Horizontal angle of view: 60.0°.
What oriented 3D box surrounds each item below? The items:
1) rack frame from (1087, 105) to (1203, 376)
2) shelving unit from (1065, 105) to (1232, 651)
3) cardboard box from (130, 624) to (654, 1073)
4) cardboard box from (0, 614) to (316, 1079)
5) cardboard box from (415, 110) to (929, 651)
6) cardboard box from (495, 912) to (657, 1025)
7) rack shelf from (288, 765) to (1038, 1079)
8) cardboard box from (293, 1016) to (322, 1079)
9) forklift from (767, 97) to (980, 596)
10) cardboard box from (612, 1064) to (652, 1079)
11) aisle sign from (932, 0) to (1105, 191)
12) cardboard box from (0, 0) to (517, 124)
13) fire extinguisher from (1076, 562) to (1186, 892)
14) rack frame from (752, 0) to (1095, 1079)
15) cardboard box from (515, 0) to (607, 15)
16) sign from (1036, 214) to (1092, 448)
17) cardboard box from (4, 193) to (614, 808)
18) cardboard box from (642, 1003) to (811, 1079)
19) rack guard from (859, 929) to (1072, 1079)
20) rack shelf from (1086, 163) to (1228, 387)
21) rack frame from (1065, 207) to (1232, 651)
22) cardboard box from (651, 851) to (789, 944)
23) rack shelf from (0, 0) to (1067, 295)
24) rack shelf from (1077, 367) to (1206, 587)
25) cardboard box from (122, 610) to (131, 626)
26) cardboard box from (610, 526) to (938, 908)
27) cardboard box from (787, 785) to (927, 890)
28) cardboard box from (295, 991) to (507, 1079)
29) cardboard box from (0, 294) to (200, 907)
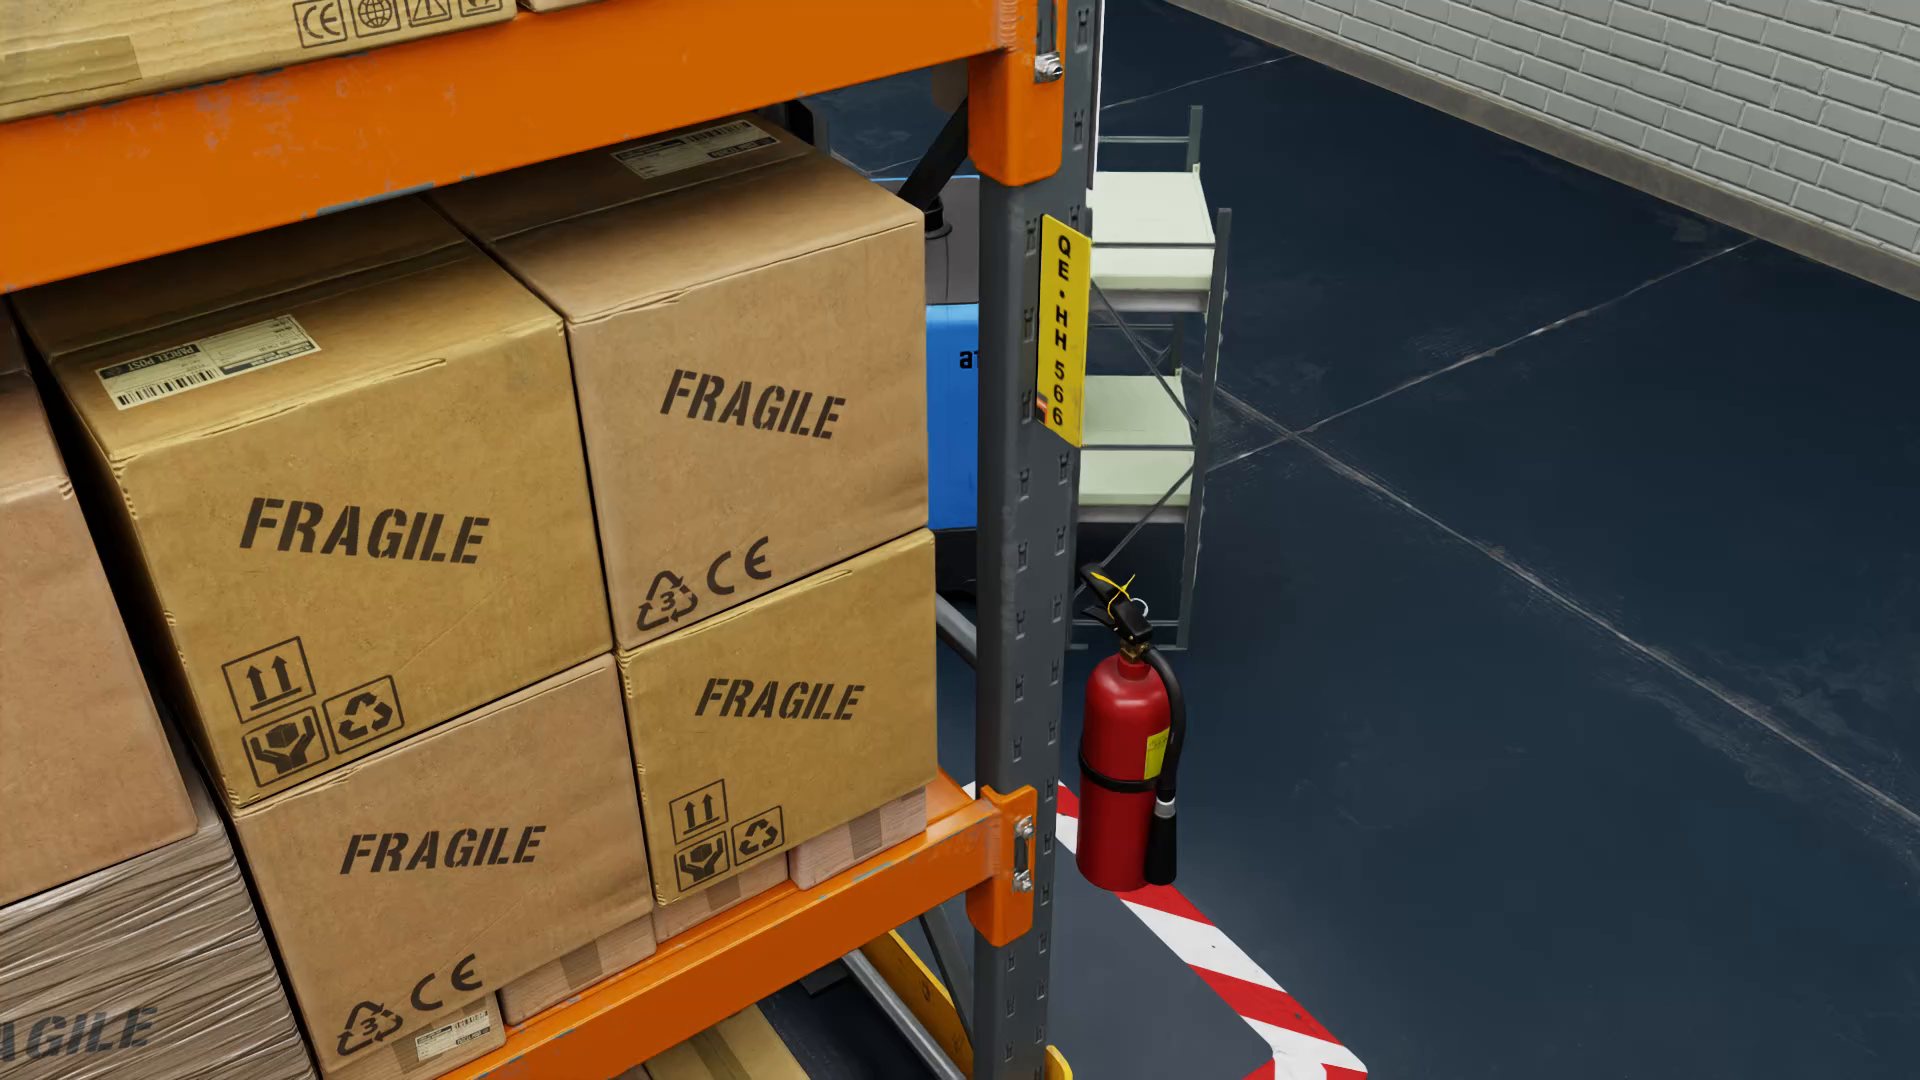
[{"bbox_3d":[0.529,-0.693,5.429,0.400,1.500,0.023,0,36,1],"label":"rack frame"},{"bbox_3d":[0.523,-0.479,5.132,0.431,1.500,0.755,0,36,1],"label":"shelving unit"},{"bbox_3d":[-0.804,0.324,2.391,0.500,0.500,0.500,-23,42,-29],"label":"cardboard box"},{"bbox_3d":[-1.212,0.499,2.147,0.500,0.500,0.500,-22,41,-28],"label":"cardboard box"},{"bbox_3d":[-0.391,-0.254,2.338,0.500,0.500,0.500,-23,42,-29],"label":"cardboard box"},{"bbox_3d":[-0.685,0.544,2.640,0.250,0.149,0.380,-23,42,-28],"label":"cardboard box"},{"bbox_3d":[-1.795,1.005,2.400,4.000,0.370,1.077,-22,41,-28],"label":"rack shelf"},{"bbox_3d":[-1.113,0.716,2.401,0.250,0.149,0.380,-24,42,-30],"label":"cardboard box"},{"bbox_3d":[-1.221,-1.210,4.922,3.031,2.935,1.130,-3,36,-4],"label":"forklift"},{"bbox_3d":[-0.686,1.142,3.166,0.250,0.149,0.380,-22,41,-27],"label":"cardboard box"},{"bbox_3d":[0.072,-0.896,2.201,0.004,0.787,0.394,-22,41,-28],"label":"aisle sign"},{"bbox_3d":[-0.793,-0.662,1.661,0.500,0.250,0.500,-22,41,-28],"label":"cardboard box"},{"bbox_3d":[0.311,0.359,3.068,0.183,0.674,0.296,-22,41,-28],"label":"fire extinguisher"},{"bbox_3d":[-0.161,0.040,3.125,0.127,3.000,1.000,-22,41,-28],"label":"rack frame"},{"bbox_3d":[-0.380,-0.837,1.905,0.500,0.250,0.500,-23,42,-29],"label":"cardboard box"},{"bbox_3d":[0.143,-0.286,2.317,0.005,0.325,0.100,-22,41,-28],"label":"sign"},{"bbox_3d":[-0.805,-0.084,2.101,0.500,0.500,0.500,-24,42,-29],"label":"cardboard box"},{"bbox_3d":[-0.447,1.085,3.245,0.250,0.149,0.380,-22,41,-27],"label":"cardboard box"},{"bbox_3d":[-0.223,1.081,3.819,0.348,0.500,1.175,-22,41,-28],"label":"rack guard"},{"bbox_3d":[0.523,-0.796,4.904,0.431,0.370,0.720,0,36,1],"label":"rack shelf"},{"bbox_3d":[0.518,-0.265,4.835,0.400,1.500,0.023,0,36,1],"label":"rack frame"},{"bbox_3d":[-0.489,0.453,2.767,0.250,0.149,0.380,-22,41,-28],"label":"cardboard box"},{"bbox_3d":[-1.795,-0.213,1.524,4.000,0.370,1.077,-22,41,-28],"label":"rack shelf"},{"bbox_3d":[0.523,-0.214,5.322,0.431,0.370,0.720,0,36,1],"label":"rack shelf"},{"bbox_3d":[-1.109,0.090,2.715,0.500,0.500,0.500,-22,41,-28],"label":"cardboard box"},{"bbox_3d":[-0.380,0.153,2.628,0.500,0.500,0.500,-21,41,-27],"label":"cardboard box"},{"bbox_3d":[-0.264,0.387,2.858,0.250,0.149,0.380,-22,41,-28],"label":"cardboard box"},{"bbox_3d":[-0.881,0.641,2.505,0.250,0.149,0.380,-21,41,-27],"label":"cardboard box"},{"bbox_3d":[-1.225,0.095,1.852,0.500,0.500,0.500,-20,40,-26],"label":"cardboard box"}]
